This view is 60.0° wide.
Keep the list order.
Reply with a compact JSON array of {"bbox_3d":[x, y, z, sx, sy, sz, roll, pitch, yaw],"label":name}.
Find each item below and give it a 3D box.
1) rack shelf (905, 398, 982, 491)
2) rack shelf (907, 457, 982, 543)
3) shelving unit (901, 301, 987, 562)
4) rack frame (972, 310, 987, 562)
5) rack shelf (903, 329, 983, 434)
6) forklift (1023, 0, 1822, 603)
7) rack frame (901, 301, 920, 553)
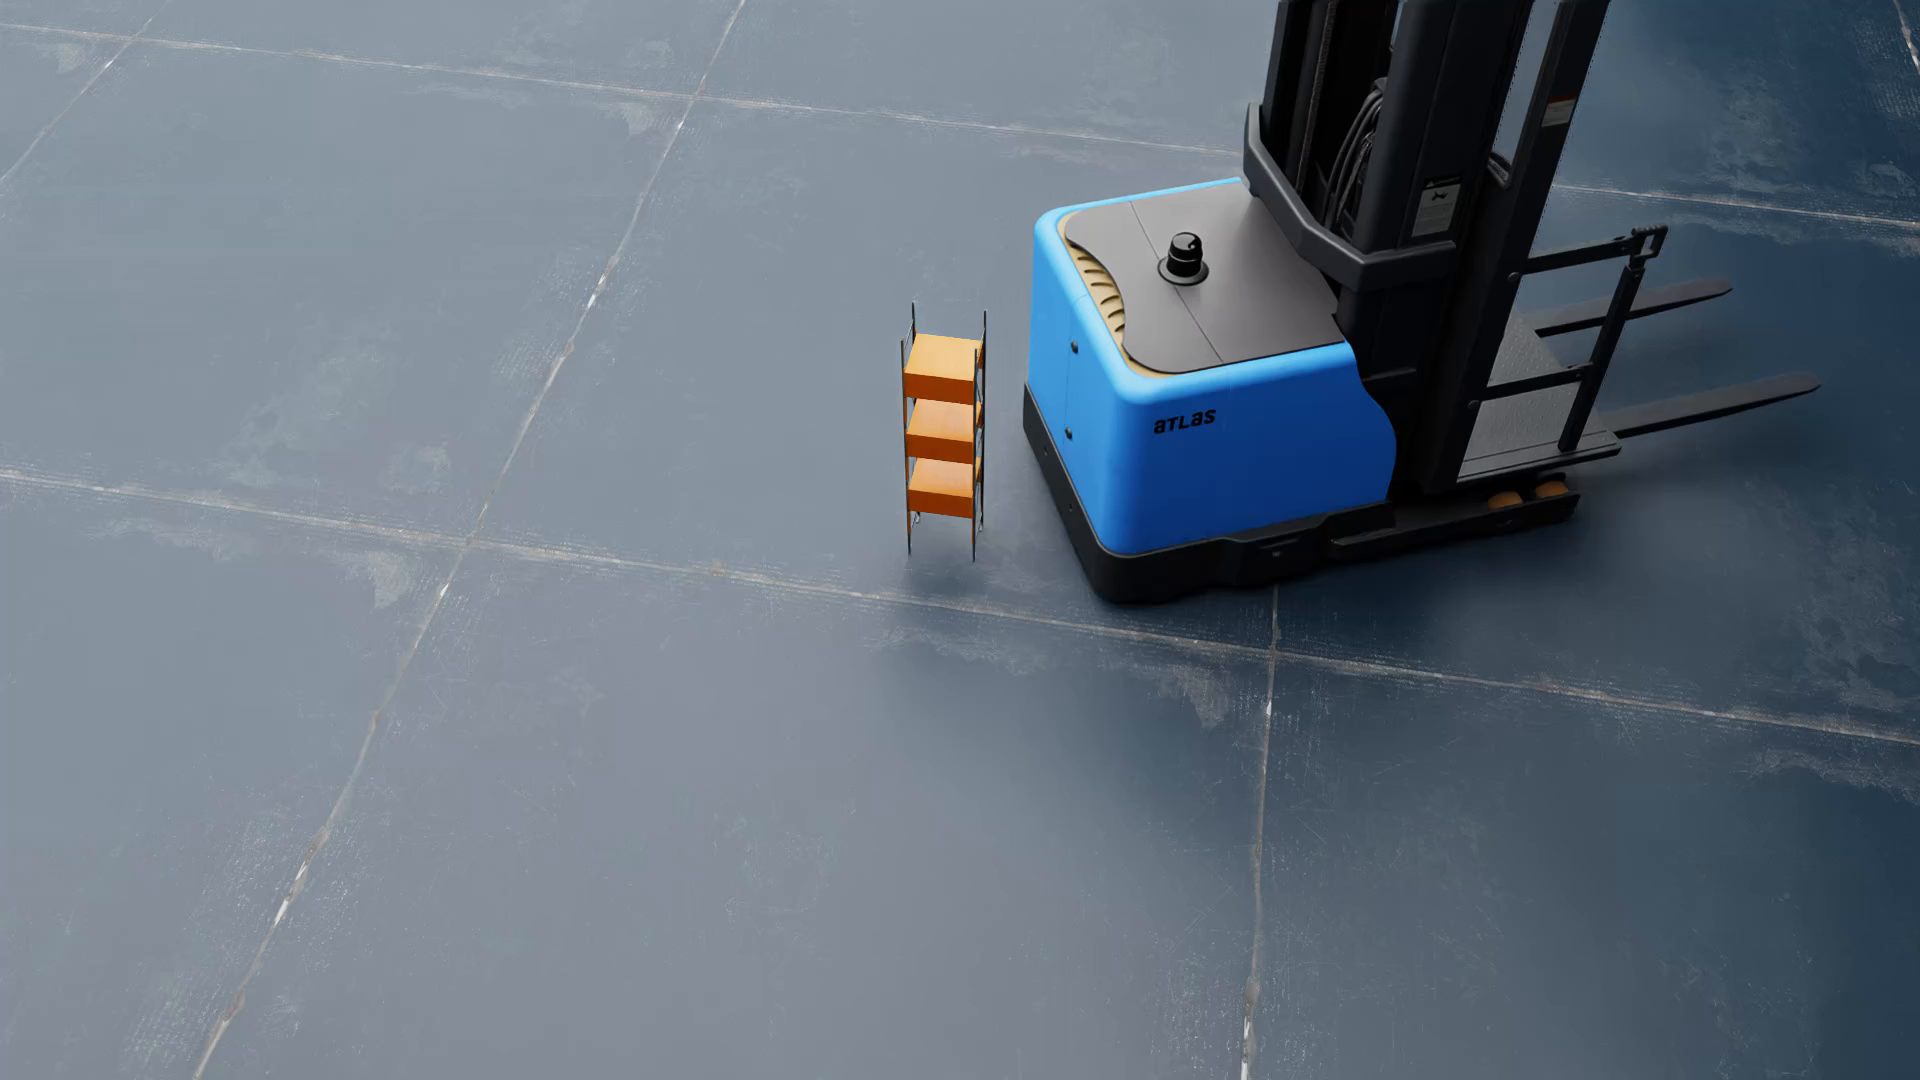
[{"bbox_3d":[-0.053,-0.351,5.874,0.240,0.259,0.215,8,49,7],"label":"rack shelf"},{"bbox_3d":[-0.053,-0.165,6.080,0.240,0.259,0.215,8,49,7],"label":"rack shelf"},{"bbox_3d":[-0.053,-0.358,5.866,0.252,1.050,0.215,8,49,7],"label":"shelving unit"},{"bbox_3d":[0.067,-0.342,5.851,0.008,1.050,0.200,8,49,7],"label":"rack frame"},{"bbox_3d":[-0.053,-0.541,5.663,0.240,0.259,0.215,8,49,7],"label":"rack shelf"},{"bbox_3d":[1.822,-1.372,5.512,3.031,2.935,1.130,-12,49,-10],"label":"forklift"},{"bbox_3d":[-0.173,-0.374,5.880,0.008,1.050,0.200,8,49,7],"label":"rack frame"}]
